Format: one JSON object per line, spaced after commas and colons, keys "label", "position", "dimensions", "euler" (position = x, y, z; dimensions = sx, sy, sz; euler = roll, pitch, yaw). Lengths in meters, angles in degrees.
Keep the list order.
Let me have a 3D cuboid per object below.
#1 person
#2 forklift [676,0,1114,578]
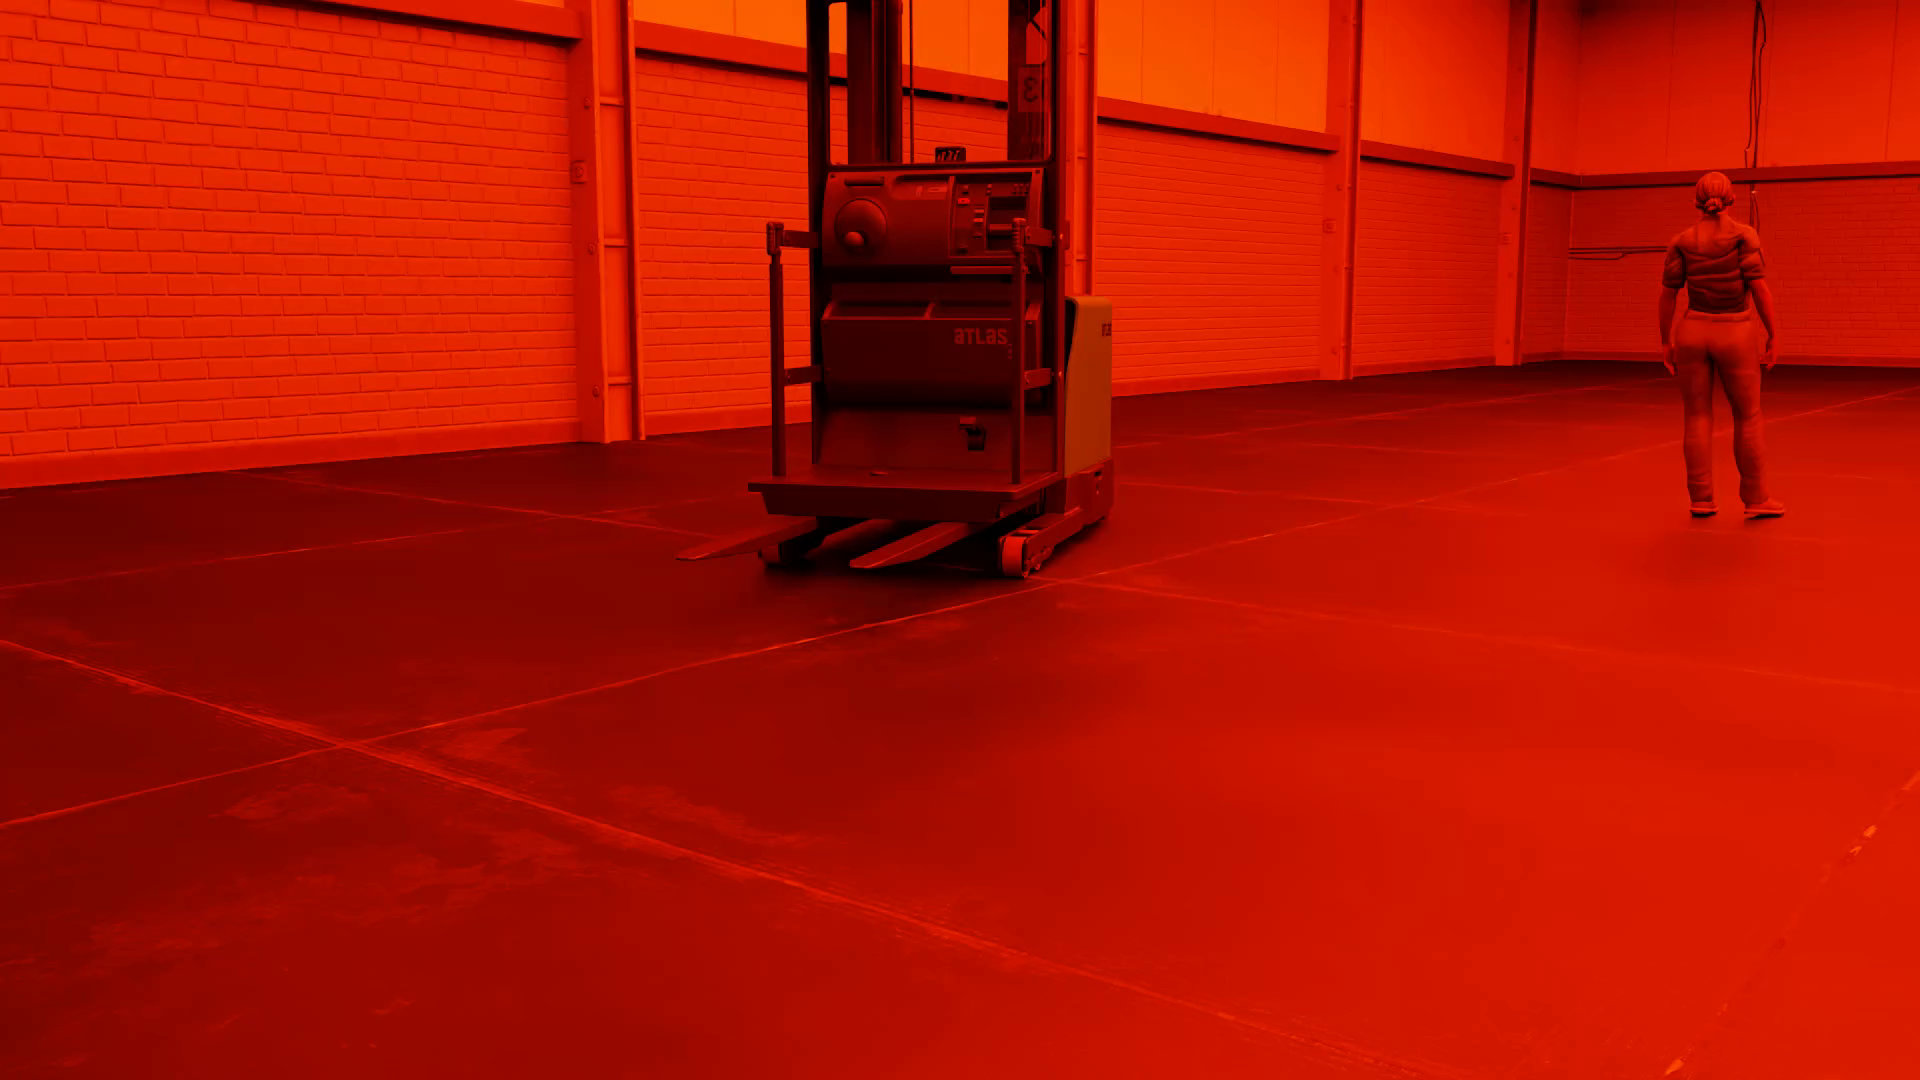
{"label": "person", "position": [3.735, -0.950, 8.132], "dimensions": [0.569, 1.654, 0.504], "euler": [7, 11, 40]}
{"label": "forklift", "position": [-0.176, -1.366, 6.616], "dimensions": [1.130, 2.935, 3.031], "euler": [3, 9, 17]}
